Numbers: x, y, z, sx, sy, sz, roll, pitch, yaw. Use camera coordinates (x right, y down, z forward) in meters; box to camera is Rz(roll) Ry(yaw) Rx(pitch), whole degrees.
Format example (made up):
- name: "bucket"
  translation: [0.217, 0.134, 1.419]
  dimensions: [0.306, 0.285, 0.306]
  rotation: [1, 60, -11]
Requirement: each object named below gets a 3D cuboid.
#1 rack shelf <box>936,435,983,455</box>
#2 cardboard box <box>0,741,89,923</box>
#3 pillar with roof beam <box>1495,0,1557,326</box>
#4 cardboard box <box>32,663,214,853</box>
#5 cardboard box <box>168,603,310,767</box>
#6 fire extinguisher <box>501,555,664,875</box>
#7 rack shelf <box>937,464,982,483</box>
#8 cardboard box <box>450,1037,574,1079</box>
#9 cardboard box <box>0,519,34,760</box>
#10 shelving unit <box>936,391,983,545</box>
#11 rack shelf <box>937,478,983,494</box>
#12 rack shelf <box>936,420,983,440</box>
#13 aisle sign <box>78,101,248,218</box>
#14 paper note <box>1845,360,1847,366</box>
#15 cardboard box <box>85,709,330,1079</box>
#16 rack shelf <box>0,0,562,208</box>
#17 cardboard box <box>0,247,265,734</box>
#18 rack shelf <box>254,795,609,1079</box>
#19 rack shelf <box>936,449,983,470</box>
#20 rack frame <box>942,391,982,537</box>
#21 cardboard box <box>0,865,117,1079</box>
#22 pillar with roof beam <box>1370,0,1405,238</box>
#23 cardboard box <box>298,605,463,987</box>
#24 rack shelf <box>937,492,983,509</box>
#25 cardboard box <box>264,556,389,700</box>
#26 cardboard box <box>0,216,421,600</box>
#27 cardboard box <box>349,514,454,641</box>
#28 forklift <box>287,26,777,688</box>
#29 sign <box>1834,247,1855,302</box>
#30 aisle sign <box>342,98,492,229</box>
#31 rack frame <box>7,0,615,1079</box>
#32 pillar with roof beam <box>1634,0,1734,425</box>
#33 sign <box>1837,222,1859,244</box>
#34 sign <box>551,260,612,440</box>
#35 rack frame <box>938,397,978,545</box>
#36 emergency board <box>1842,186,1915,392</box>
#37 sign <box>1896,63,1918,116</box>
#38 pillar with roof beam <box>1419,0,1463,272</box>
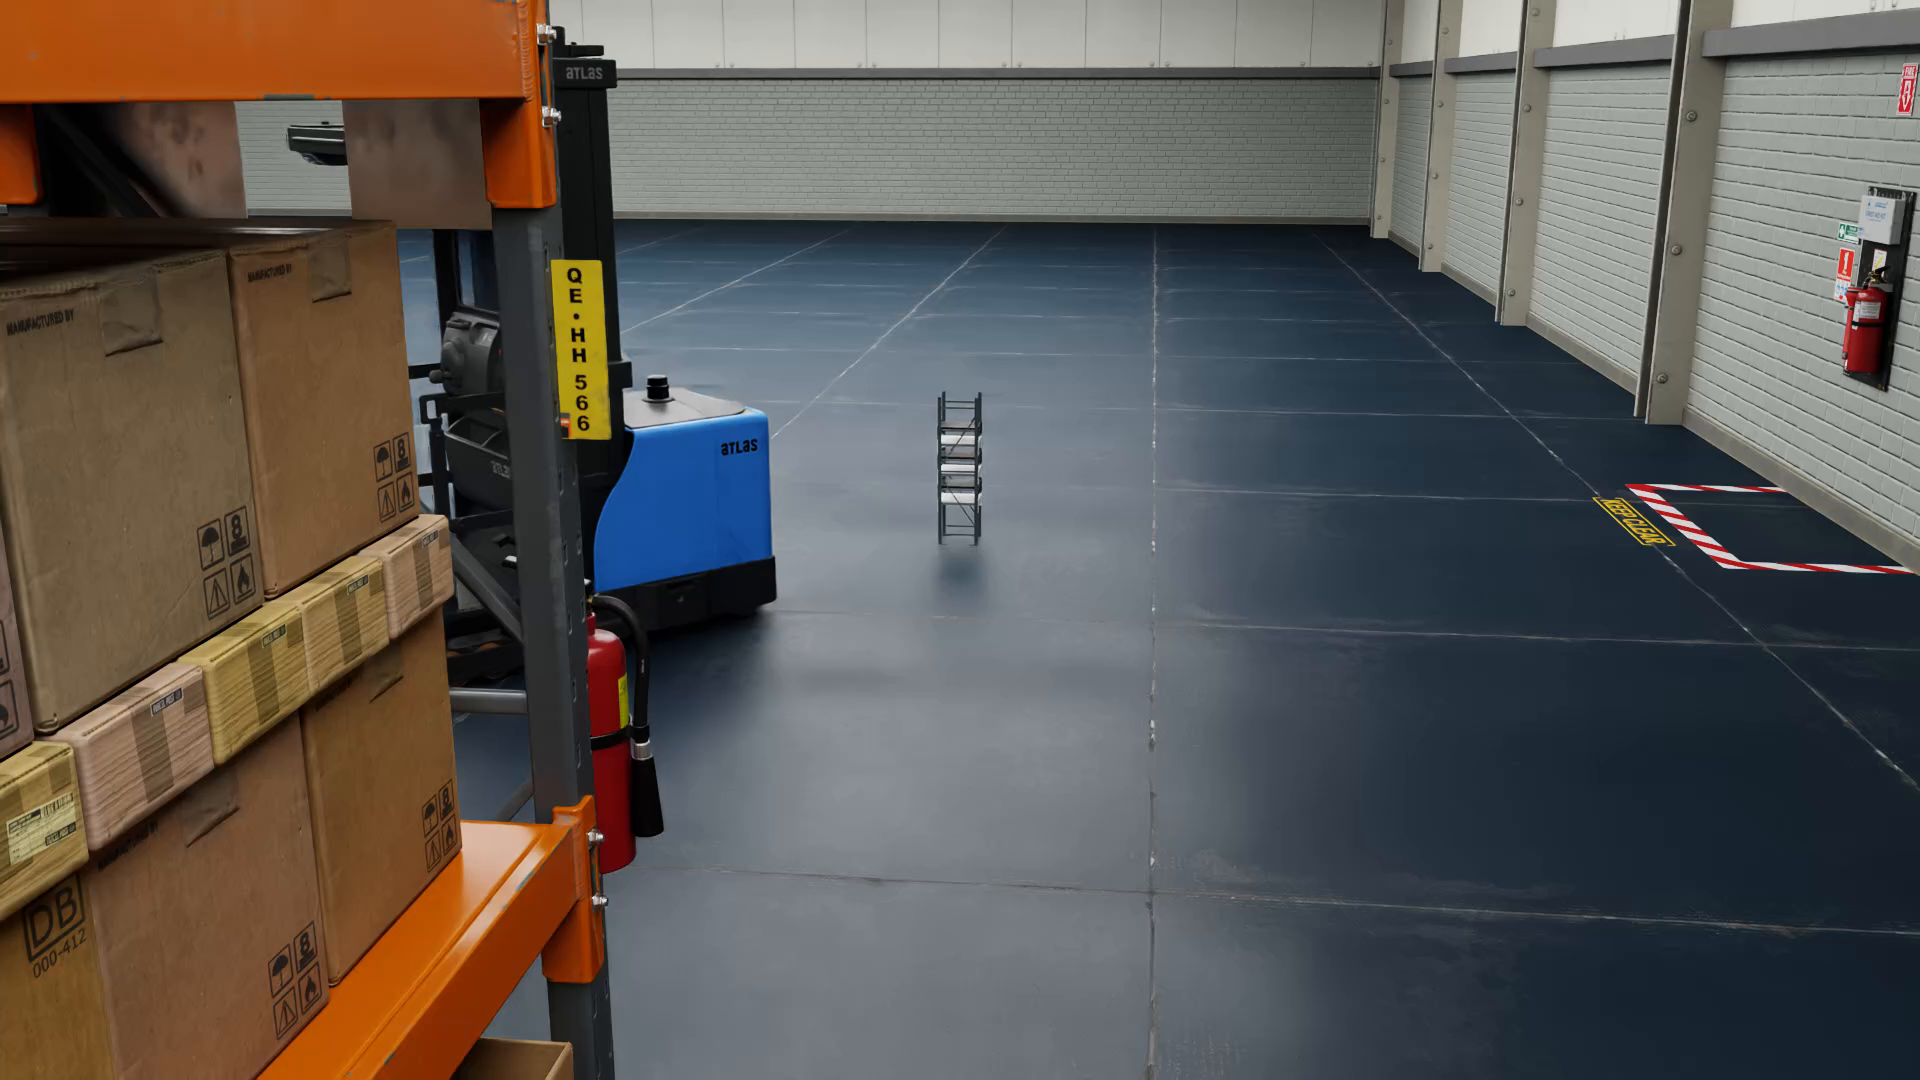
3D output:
- name: "rack shelf"
  translation: [-0.001, -0.574, 9.999]
  dimensions: [0.258, 0.077, 0.200]
  rotation: [2, 15, 6]
- name: "cardboard box"
  translation: [-1.197, 0.322, 1.790]
  dimensions: [0.380, 0.149, 0.250]
  rotation: [2, 15, 8]
- name: "pillar with roof beam"
  translation: [2.231, -7.028, 18.914]
  dimensions: [9.100, 9.000, 0.400]
  rotation: [2, 15, 6]
- name: "cardboard box"
  translation: [-1.167, 0.254, 2.042]
  dimensions: [0.380, 0.149, 0.250]
  rotation: [2, 15, 7]
- name: "cardboard box"
  translation: [-1.137, 0.189, 2.283]
  dimensions: [0.380, 0.149, 0.250]
  rotation: [1, 15, 5]
- name: "fire extinguisher"
  translation: [-0.751, 0.332, 3.337]
  dimensions: [0.296, 0.674, 0.183]
  rotation: [2, 15, 6]
- name: "rack shelf"
  translation: [-0.001, -0.400, 10.046]
  dimensions: [0.258, 0.077, 0.200]
  rotation: [2, 15, 6]
- name: "cardboard box"
  translation: [-0.991, 1.222, 2.924]
  dimensions: [0.500, 0.500, 0.500]
  rotation: [2, 15, 6]
- name: "cardboard box"
  translation: [-1.407, 0.038, 1.596]
  dimensions: [0.700, 0.500, 0.500]
  rotation: [2, 15, 6]
- name: "shelving unit"
  translation: [-0.001, -0.432, 10.037]
  dimensions: [0.258, 0.900, 0.210]
  rotation: [2, 15, 6]
- name: "rack shelf"
  translation: [-0.001, -0.313, 10.069]
  dimensions: [0.258, 0.077, 0.200]
  rotation: [2, 15, 6]
- name: "rack shelf"
  translation: [-0.001, -0.661, 9.975]
  dimensions: [0.258, 0.077, 0.200]
  rotation: [2, 15, 6]
- name: "aisle sign"
  translation: [-1.523, -0.970, 3.021]
  dimensions: [0.394, 0.787, 0.004]
  rotation: [2, 15, 6]
- name: "paper note"
  translation: [5.559, -1.151, 10.361]
  dimensions: [0.016, 0.148, 0.142]
  rotation: [2, 15, 6]
- name: "cardboard box"
  translation: [-1.346, 0.520, 2.301]
  dimensions: [0.700, 0.500, 0.500]
  rotation: [2, 15, 8]
- name: "rack shelf"
  translation: [-1.452, -0.271, 1.048]
  dimensions: [1.077, 0.370, 4.000]
  rotation: [2, 15, 6]
- name: "cardboard box"
  translation: [-1.351, -0.092, 2.080]
  dimensions: [0.700, 0.500, 0.500]
  rotation: [1, 15, 5]
- name: "rack shelf"
  translation: [-1.452, 1.177, 1.440]
  dimensions: [1.077, 0.370, 4.000]
  rotation: [2, 15, 6]
- name: "rack shelf"
  translation: [-0.001, -0.487, 10.022]
  dimensions: [0.258, 0.077, 0.200]
  rotation: [2, 15, 6]
- name: "rack frame"
  translation: [0.011, -0.459, 10.134]
  dimensions: [0.240, 0.900, 0.006]
  rotation: [2, 15, 6]
- name: "cardboard box"
  translation: [-1.408, 0.649, 1.825]
  dimensions: [0.700, 0.500, 0.500]
  rotation: [2, 15, 7]
- name: "pillar with roof beam"
  translation: [3.585, -10.140, 30.424]
  dimensions: [9.100, 9.000, 0.400]
  rotation: [2, 15, 6]
- name: "cardboard box"
  translation: [-1.291, 0.384, 2.805]
  dimensions: [0.700, 0.500, 0.500]
  rotation: [2, 15, 6]
- name: "rack shelf"
  translation: [-0.001, -0.226, 10.092]
  dimensions: [0.258, 0.077, 0.200]
  rotation: [2, 15, 6]
- name: "cardboard box"
  translation: [-1.108, 0.123, 2.528]
  dimensions: [0.380, 0.149, 0.250]
  rotation: [2, 15, 8]
- name: "cardboard box"
  translation: [-1.297, -0.229, 2.585]
  dimensions: [0.700, 0.500, 0.500]
  rotation: [2, 15, 6]
- name: "cardboard box"
  translation: [-1.080, 0.055, 2.779]
  dimensions: [0.380, 0.149, 0.250]
  rotation: [1, 15, 5]
- name: "forklift"
  translation: [-2.429, -0.889, 7.835]
  dimensions: [3.031, 2.935, 1.130]
  rotation: [-12, 19, -37]
- name: "sign"
  translation: [5.636, -1.690, 10.598]
  dimensions: [0.001, 0.329, 0.234]
  rotation: [2, 15, 6]
- name: "aisle sign"
  translation: [-0.927, -0.952, 2.956]
  dimensions: [0.394, 0.787, 0.004]
  rotation: [2, 15, 6]
- name: "rack frame"
  translation: [-1.223, 0.311, 3.264]
  dimensions: [0.949, 2.616, 0.053]
  rotation: [2, 15, 6]
- name: "pillar with roof beam"
  translation: [1.553, -5.472, 13.159]
  dimensions: [9.100, 9.000, 0.400]
  rotation: [2, 15, 6]
- name: "sign"
  translation: [5.626, -1.945, 10.526]
  dimensions: [0.001, 0.109, 0.331]
  rotation: [2, 15, 6]
- name: "sign"
  translation: [-0.688, -0.342, 3.010]
  dimensions: [0.100, 0.325, 0.005]
  rotation: [2, 15, 6]
- name: "rack frame"
  translation: [-0.012, -0.406, 9.939]
  dimensions: [0.240, 0.900, 0.006]
  rotation: [2, 15, 6]
- name: "emergency board"
  translation: [5.471, -1.533, 10.084]
  dimensions: [0.194, 1.169, 0.643]
  rotation: [2, 15, 6]
- name: "sign"
  translation: [5.571, -2.651, 9.778]
  dimensions: [0.001, 0.298, 0.199]
  rotation: [2, 15, 6]
- name: "pillar with roof beam"
  translation: [2.908, -8.584, 24.669]
  dimensions: [9.100, 9.000, 0.400]
  rotation: [2, 15, 6]
